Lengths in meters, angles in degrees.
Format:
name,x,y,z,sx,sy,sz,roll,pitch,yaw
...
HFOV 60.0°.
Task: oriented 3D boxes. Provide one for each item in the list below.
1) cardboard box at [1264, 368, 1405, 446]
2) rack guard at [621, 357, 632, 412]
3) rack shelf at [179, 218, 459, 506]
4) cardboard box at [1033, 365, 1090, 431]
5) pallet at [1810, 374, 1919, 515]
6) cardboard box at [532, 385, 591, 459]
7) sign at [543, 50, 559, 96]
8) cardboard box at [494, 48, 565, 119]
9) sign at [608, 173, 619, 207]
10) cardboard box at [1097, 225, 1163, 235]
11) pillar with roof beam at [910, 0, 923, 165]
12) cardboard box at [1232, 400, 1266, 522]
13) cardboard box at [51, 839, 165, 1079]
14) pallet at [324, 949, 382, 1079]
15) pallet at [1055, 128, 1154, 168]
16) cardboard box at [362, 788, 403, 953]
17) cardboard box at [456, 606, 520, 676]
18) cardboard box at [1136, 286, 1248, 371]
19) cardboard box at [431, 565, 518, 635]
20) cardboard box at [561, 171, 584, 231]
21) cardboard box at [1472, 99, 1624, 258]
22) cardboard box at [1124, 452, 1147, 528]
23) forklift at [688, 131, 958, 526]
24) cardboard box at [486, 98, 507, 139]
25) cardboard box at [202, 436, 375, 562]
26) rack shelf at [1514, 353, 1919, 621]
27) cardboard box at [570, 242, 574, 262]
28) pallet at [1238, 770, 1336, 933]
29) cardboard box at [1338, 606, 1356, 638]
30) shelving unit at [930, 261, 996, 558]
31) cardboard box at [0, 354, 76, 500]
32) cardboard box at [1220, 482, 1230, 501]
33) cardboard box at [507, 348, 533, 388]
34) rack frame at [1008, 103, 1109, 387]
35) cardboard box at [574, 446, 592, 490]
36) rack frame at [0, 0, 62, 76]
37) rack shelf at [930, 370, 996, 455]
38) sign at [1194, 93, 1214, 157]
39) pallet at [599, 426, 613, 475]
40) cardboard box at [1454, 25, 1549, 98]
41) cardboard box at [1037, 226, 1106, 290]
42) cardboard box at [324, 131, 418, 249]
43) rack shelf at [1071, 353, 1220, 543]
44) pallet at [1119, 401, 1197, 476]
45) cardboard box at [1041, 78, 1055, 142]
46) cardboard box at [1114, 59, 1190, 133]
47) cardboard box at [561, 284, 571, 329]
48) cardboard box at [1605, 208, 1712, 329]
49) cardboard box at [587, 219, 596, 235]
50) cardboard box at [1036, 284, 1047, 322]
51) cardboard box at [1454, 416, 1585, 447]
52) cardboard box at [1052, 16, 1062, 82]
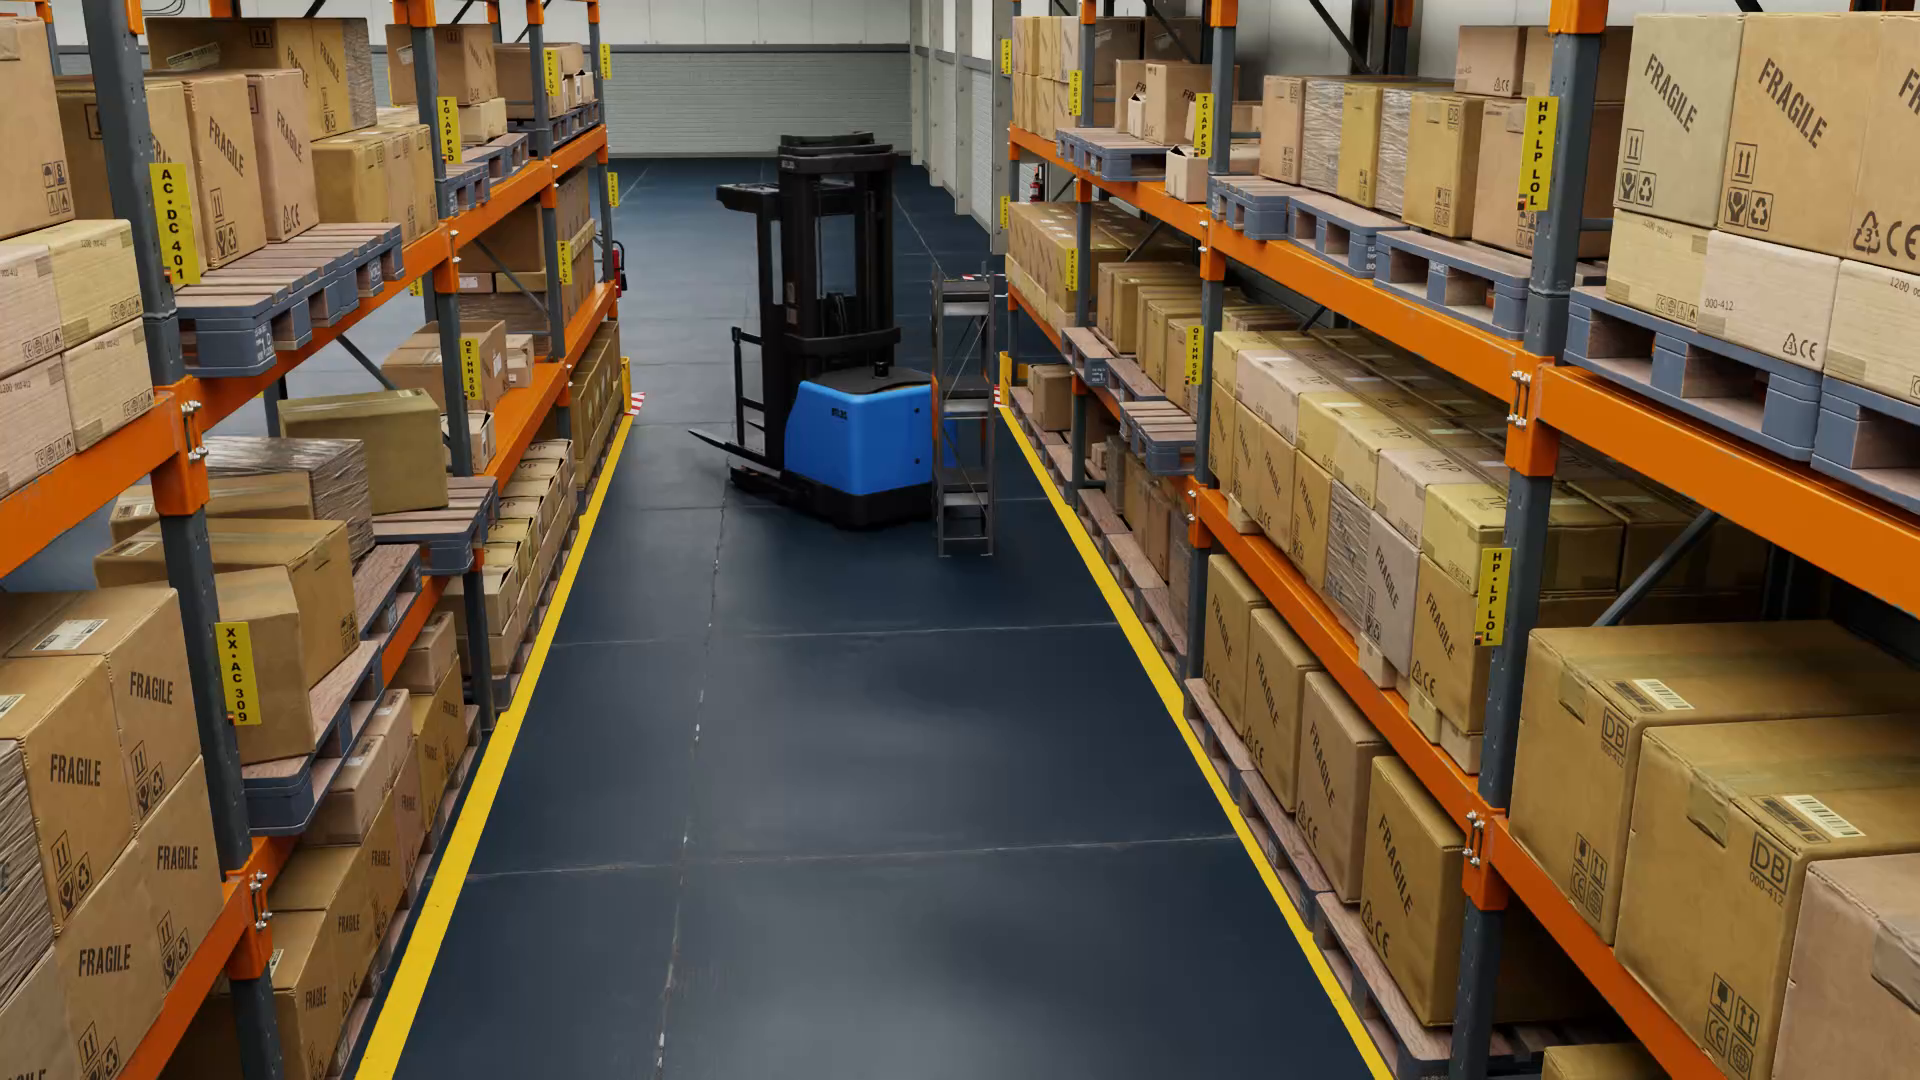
name,x,y,z,sx,sy,sz,roll,pitch,yaw
cardboard box,1.725,-0.619,7.692,0.500,0.250,0.500,-2,18,-5
rack guard,-3.932,-1.558,16.806,1.175,0.500,0.348,-2,18,-6
rack shelf,-2.898,-0.852,6.577,1.077,0.370,4.000,-2,18,-6
cardboard box,1.064,-1.316,15.300,0.700,0.500,0.500,-3,18,-9
pallet,2.432,-0.105,3.143,1.003,0.211,1.213,-2,18,-6
cardboard box,-3.253,-0.946,13.320,0.500,0.500,0.500,-2,18,-6
sign,-2.978,-3.400,12.101,0.100,0.325,0.005,-2,18,-6
cardboard box,-3.307,-3.456,12.568,0.500,0.500,0.500,0,17,-1
sign,-3.388,-3.422,16.240,0.100,0.325,0.005,-2,18,-6
cardboard box,1.474,-2.451,14.442,0.500,0.500,0.500,-1,17,-4
pillar with roof beam,-5.446,-14.383,43.468,9.100,9.000,0.400,-2,18,-6
cardboard box,1.663,-0.405,8.261,0.500,0.500,0.500,-1,17,-4
cardboard box,-2.330,1.078,4.067,0.500,0.500,0.500,-1,17,-4
pallet,-2.813,1.921,6.206,1.003,0.211,1.213,-2,18,-6
pallet,1.368,-2.860,12.086,1.213,0.211,1.003,-2,18,-6
cardboard box,-2.609,1.355,6.792,0.500,0.500,0.500,-2,17,-5
cardboard box,-2.866,0.586,9.691,0.500,0.250,0.500,-2,18,-6
cardboard box,1.578,-1.449,11.384,0.700,0.500,0.500,1,17,2
cardboard box,-2.866,0.319,9.607,0.500,0.311,0.500,-1,17,-4
cardboard box,-3.829,-3.099,15.206,0.700,0.500,0.500,-2,18,-7
cardboard box,2.254,-1.277,5.827,0.700,0.500,0.500,-3,18,-9
cardboard box,1.606,-0.352,12.230,0.700,0.500,0.500,-2,18,-7
forklift,-1.291,-1.885,13.787,1.130,2.935,3.031,-13,22,-35
cardboard box,-3.463,-2.928,11.537,0.500,0.250,0.500,0,17,0
cardboard box,-3.023,-0.146,7.265,0.700,0.500,0.500,1,17,5
rack shelf,2.441,0.185,3.272,1.077,0.370,4.000,-2,18,-6
cardboard box,-3.515,-2.457,14.244,0.380,0.149,0.250,-2,18,-6
pallet,1.952,1.416,7.815,1.003,0.211,1.213,-2,18,-6
cardboard box,1.831,0.316,7.049,0.380,0.149,0.250,-2,18,-7
shelving unit,0.017,-0.952,12.205,0.431,2.100,0.503,-2,18,-6
cardboard box,-2.336,-0.242,3.683,0.500,0.250,0.500,-2,18,-6
cardboard box,1.626,-0.299,9.007,0.380,0.149,0.250,-2,18,-6
cardboard box,-3.244,-1.232,11.816,0.396,0.266,0.258,-2,18,-7
rack frame,0.997,-2.898,16.900,1.000,3.000,0.127,-2,18,-6
cardboard box,-3.263,-0.588,13.431,0.500,0.250,0.500,-2,18,-6
rack frame,-8.857,-5.454,15.026,1.000,3.000,0.127,-2,18,-6
rack shelf,0.017,-0.939,12.210,0.431,0.518,0.480,-2,18,-6
sign,1.283,-2.176,8.729,0.100,0.325,0.005,-2,18,-6
pallet,-3.686,-0.824,14.949,1.003,0.211,1.213,-2,18,-6
cardboard box,2.203,-1.799,6.239,0.500,0.250,0.500,-2,18,-7
cardboard box,0.955,-2.432,14.381,0.500,0.500,0.500,-2,18,-7
cardboard box,-2.973,-1.558,7.458,0.910,0.500,0.500,-2,18,-6
rack shelf,1.616,-0.767,11.313,1.077,0.370,4.000,-2,18,-6
pallet,1.643,-0.632,10.002,1.213,0.211,1.003,-2,18,-6
cardboard box,0.978,-3.652,14.095,0.500,0.500,0.500,-2,18,-8
cardboard box,1.387,-3.220,12.050,0.500,0.500,0.500,1,17,2
cardboard box,-3.678,-2.038,13.994,0.700,0.500,0.500,-2,17,-5
cardboard box,2.044,-0.716,4.325,0.500,0.250,0.500,-2,18,-6
cardboard box,-3.701,-2.993,15.953,0.380,0.149,0.250,-2,18,-7
cardboard box,0.949,-2.074,14.492,0.500,0.250,0.500,-2,18,-6
cardboard box,2.329,-0.330,6.770,0.500,0.250,0.500,-2,18,-7
cardboard box,1.021,-3.976,13.457,0.500,0.500,0.500,-1,17,-3
